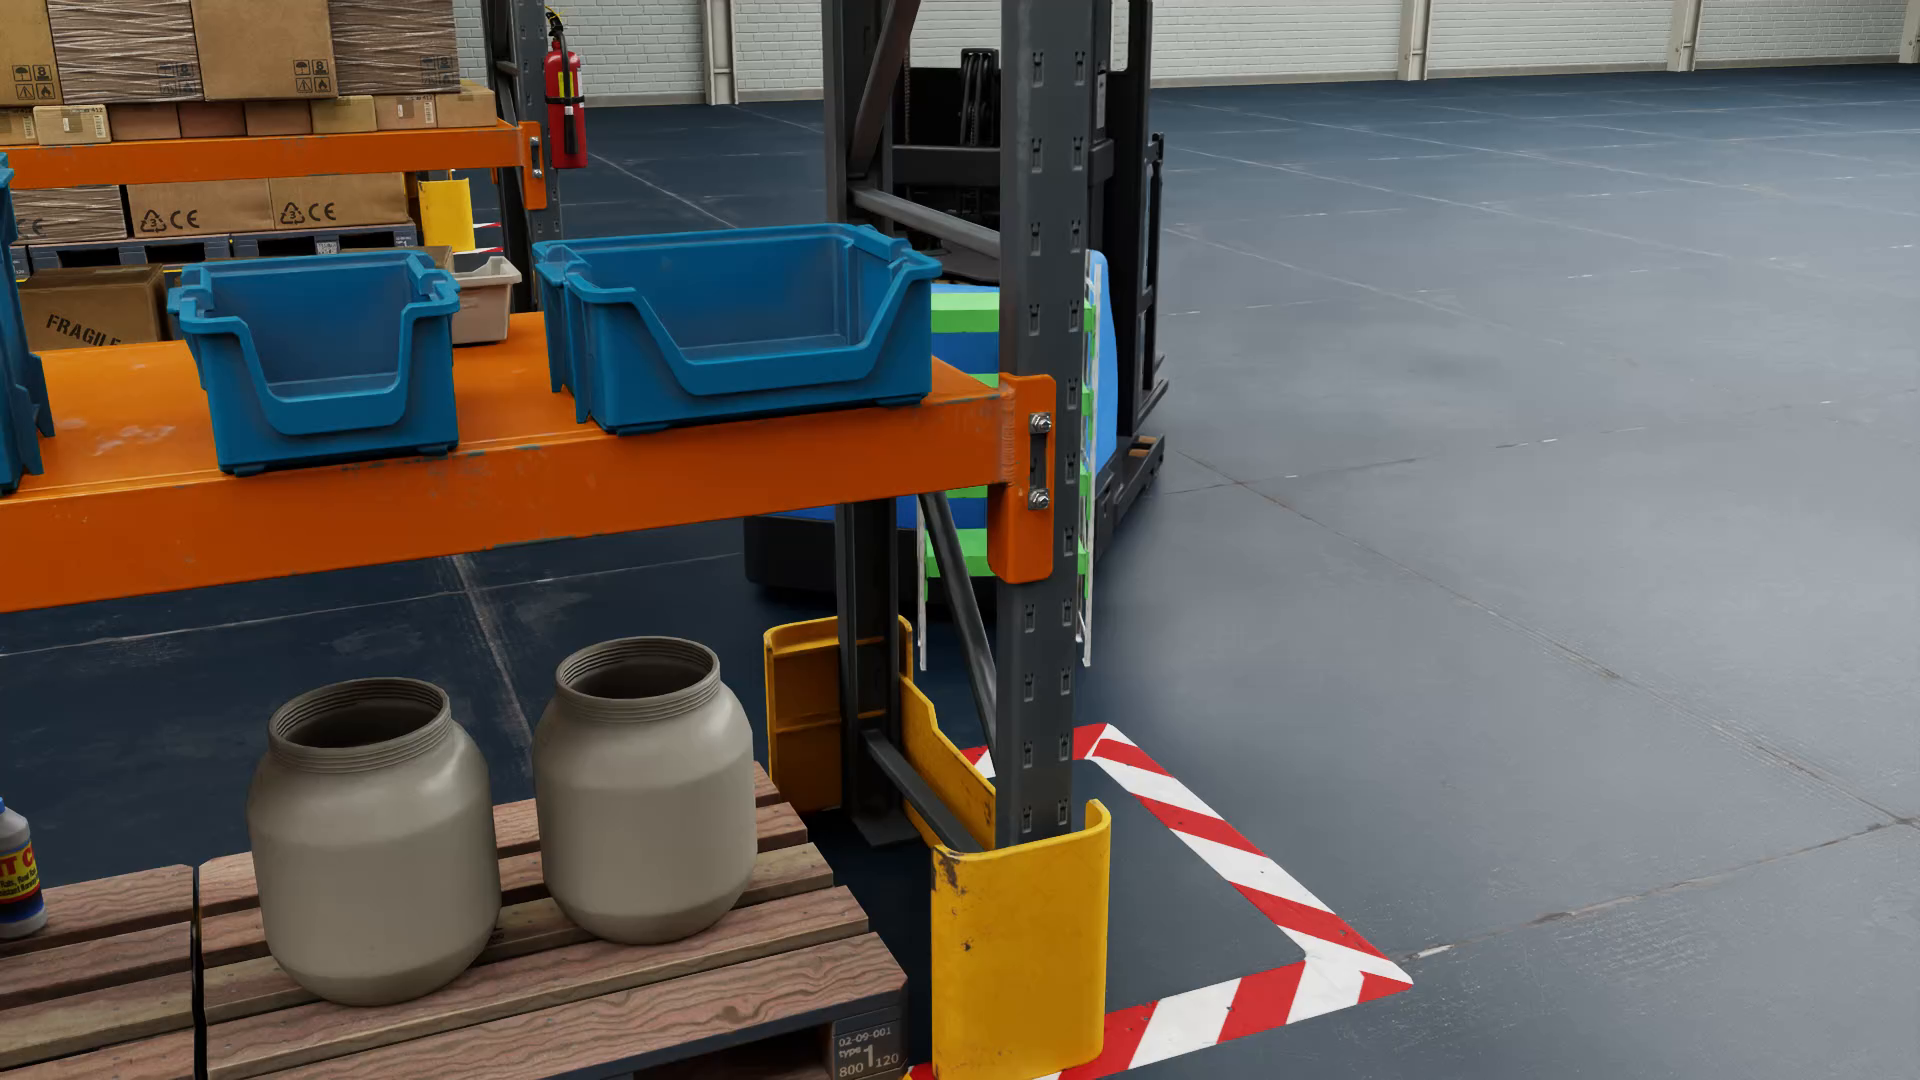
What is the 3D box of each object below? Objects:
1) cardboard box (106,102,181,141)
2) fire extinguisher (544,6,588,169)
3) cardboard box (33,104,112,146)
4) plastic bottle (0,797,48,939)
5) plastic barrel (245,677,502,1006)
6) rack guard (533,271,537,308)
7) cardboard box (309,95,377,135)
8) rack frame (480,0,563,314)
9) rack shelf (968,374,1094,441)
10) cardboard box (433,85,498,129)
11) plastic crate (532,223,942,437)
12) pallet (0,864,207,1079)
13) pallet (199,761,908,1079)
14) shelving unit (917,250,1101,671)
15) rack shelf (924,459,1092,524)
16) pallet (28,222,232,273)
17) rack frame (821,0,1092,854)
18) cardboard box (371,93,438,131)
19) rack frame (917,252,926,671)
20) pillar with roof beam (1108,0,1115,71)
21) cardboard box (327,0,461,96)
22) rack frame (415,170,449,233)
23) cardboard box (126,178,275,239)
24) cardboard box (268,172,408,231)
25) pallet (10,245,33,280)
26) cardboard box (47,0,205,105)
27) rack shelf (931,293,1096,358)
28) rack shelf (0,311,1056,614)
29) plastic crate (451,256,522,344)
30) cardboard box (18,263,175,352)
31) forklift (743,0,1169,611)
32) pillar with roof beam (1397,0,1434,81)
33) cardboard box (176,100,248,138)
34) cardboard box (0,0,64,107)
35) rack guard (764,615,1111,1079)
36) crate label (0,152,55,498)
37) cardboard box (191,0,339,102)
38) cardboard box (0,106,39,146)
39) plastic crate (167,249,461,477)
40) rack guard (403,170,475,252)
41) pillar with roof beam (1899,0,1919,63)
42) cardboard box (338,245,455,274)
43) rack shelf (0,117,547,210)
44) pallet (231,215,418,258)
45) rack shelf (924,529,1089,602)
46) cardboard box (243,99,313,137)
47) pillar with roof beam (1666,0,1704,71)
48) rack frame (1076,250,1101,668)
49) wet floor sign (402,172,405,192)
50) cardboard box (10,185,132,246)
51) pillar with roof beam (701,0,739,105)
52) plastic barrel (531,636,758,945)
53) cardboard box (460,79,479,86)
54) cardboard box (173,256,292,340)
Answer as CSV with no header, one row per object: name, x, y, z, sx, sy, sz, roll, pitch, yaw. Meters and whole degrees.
cardboard box,-3.322,-1.724,6.780,0.250,0.149,0.380,-8,21,-22
fire extinguisher,-1.713,-1.950,7.161,0.183,0.674,0.296,-8,21,-22
cardboard box,-3.517,-1.664,6.610,0.250,0.149,0.380,-8,21,-22
plastic bottle,-1.827,0.621,3.188,0.097,0.271,0.097,0,19,0
plastic barrel,-1.073,0.549,3.059,0.421,0.512,0.421,0,19,0
rack guard,-2.071,-0.923,7.892,0.348,0.500,1.175,-8,21,-22
cardboard box,-2.620,-1.812,7.030,0.250,0.149,0.380,-8,21,-22
rack frame,-2.001,-2.112,7.505,0.127,3.000,1.000,-8,21,-22
rack shelf,0.129,-0.388,4.787,0.480,0.148,0.258,-1,19,-3
cardboard box,-2.181,-1.893,7.261,0.250,0.149,0.380,-8,21,-22
plastic crate,-0.380,-0.375,2.794,0.616,0.251,0.499,-8,21,-22
pallet,-1.957,1.002,2.858,1.213,0.211,1.003,-8,21,-22
pallet,-0.838,0.843,3.310,1.213,0.211,1.003,-8,21,-22
shelving unit,0.129,-0.222,4.846,0.503,1.200,0.258,-1,19,-3
rack shelf,0.129,-0.162,4.867,0.480,0.148,0.258,-1,19,-3
pallet,-5.695,-2.035,11.483,1.213,0.211,1.003,-8,21,-22
rack frame,-0.039,-0.602,3.215,0.127,3.000,1.000,-8,21,-22
cardboard box,-2.411,-1.861,7.168,0.250,0.149,0.380,-8,21,-22
rack frame,-0.115,-0.217,4.833,0.015,1.200,0.240,-1,19,-3
pillar with roof beam,3.831,-9.926,20.664,0.400,9.000,9.100,-8,21,-22
cardboard box,-2.517,-2.236,7.257,0.500,0.500,0.875,-8,21,-22
rack frame,-3.873,-3.638,11.838,0.127,3.000,1.000,-8,21,-22
cardboard box,-5.276,-2.608,11.480,0.875,0.875,0.875,-9,21,-23
cardboard box,-4.469,-2.725,11.811,0.875,0.875,0.875,-8,21,-22
pallet,-6.817,-1.873,11.023,1.213,0.211,1.003,-8,21,-22
cardboard box,-3.405,-2.081,6.817,0.500,0.500,0.875,-8,21,-22
rack shelf,0.129,-0.614,4.707,0.480,0.148,0.258,-1,19,-3
rack shelf,-1.876,0.000,2.587,4.000,0.370,1.077,-8,21,-22
plastic crate,-0.988,-0.458,3.203,0.250,0.136,0.298,-8,21,-22
cardboard box,-3.699,-0.889,7.161,0.500,0.500,0.500,-6,20,-17
forklift,0.205,-1.609,6.178,1.130,2.935,3.031,6,20,16
pillar with roof beam,9.341,-10.716,22.906,0.400,9.000,9.100,-8,21,-22
cardboard box,-3.102,-1.764,6.893,0.250,0.149,0.380,-8,21,-22
cardboard box,-3.868,-2.019,6.640,0.500,0.500,0.875,-8,21,-22
rack guard,-0.090,0.601,3.561,0.348,0.500,1.175,-8,21,-22
crate label,-1.622,-0.294,2.287,0.616,0.435,0.502,-8,21,-22
cardboard box,-2.929,-2.133,6.966,0.500,0.500,0.875,-8,21,-22
cardboard box,-3.774,-1.652,6.577,0.250,0.149,0.380,-8,21,-22
plastic crate,-0.979,-0.291,2.556,0.408,0.251,0.499,-8,21,-22
rack guard,-3.851,-2.462,12.262,0.348,0.500,1.175,-8,21,-22
pillar with roof beam,20.359,-12.294,27.389,0.400,9.000,9.100,-8,21,-22
cardboard box,-2.581,-1.054,7.631,0.500,0.500,0.500,-4,20,-12
rack shelf,-3.837,-1.510,6.877,4.000,0.370,1.077,-8,21,-22
pallet,-4.576,-2.194,11.935,1.213,0.211,1.003,-8,21,-22
rack shelf,0.129,0.065,4.947,0.480,0.148,0.258,-1,19,-3
cardboard box,-2.856,-1.784,6.950,0.250,0.149,0.380,-8,21,-22
pillar with roof beam,14.850,-11.505,25.148,0.400,9.000,9.100,-8,21,-22
rack frame,0.372,-0.226,4.858,0.015,1.200,0.240,-1,19,-3
wet floor sign,-4.631,-3.135,13.955,0.232,0.644,0.267,-12,23,-31
cardboard box,-6.114,-2.489,11.141,0.875,0.875,0.875,-8,21,-22
pillar with roof beam,-1.678,-9.137,18.423,0.400,9.000,9.100,-8,21,-22
plastic barrel,-0.613,0.483,3.246,0.421,0.512,0.421,0,19,0
cardboard box,-2.357,-2.029,7.646,0.250,0.149,0.380,-8,21,-22
cardboard box,-3.116,-0.965,7.378,0.500,0.500,0.500,-3,20,-8
